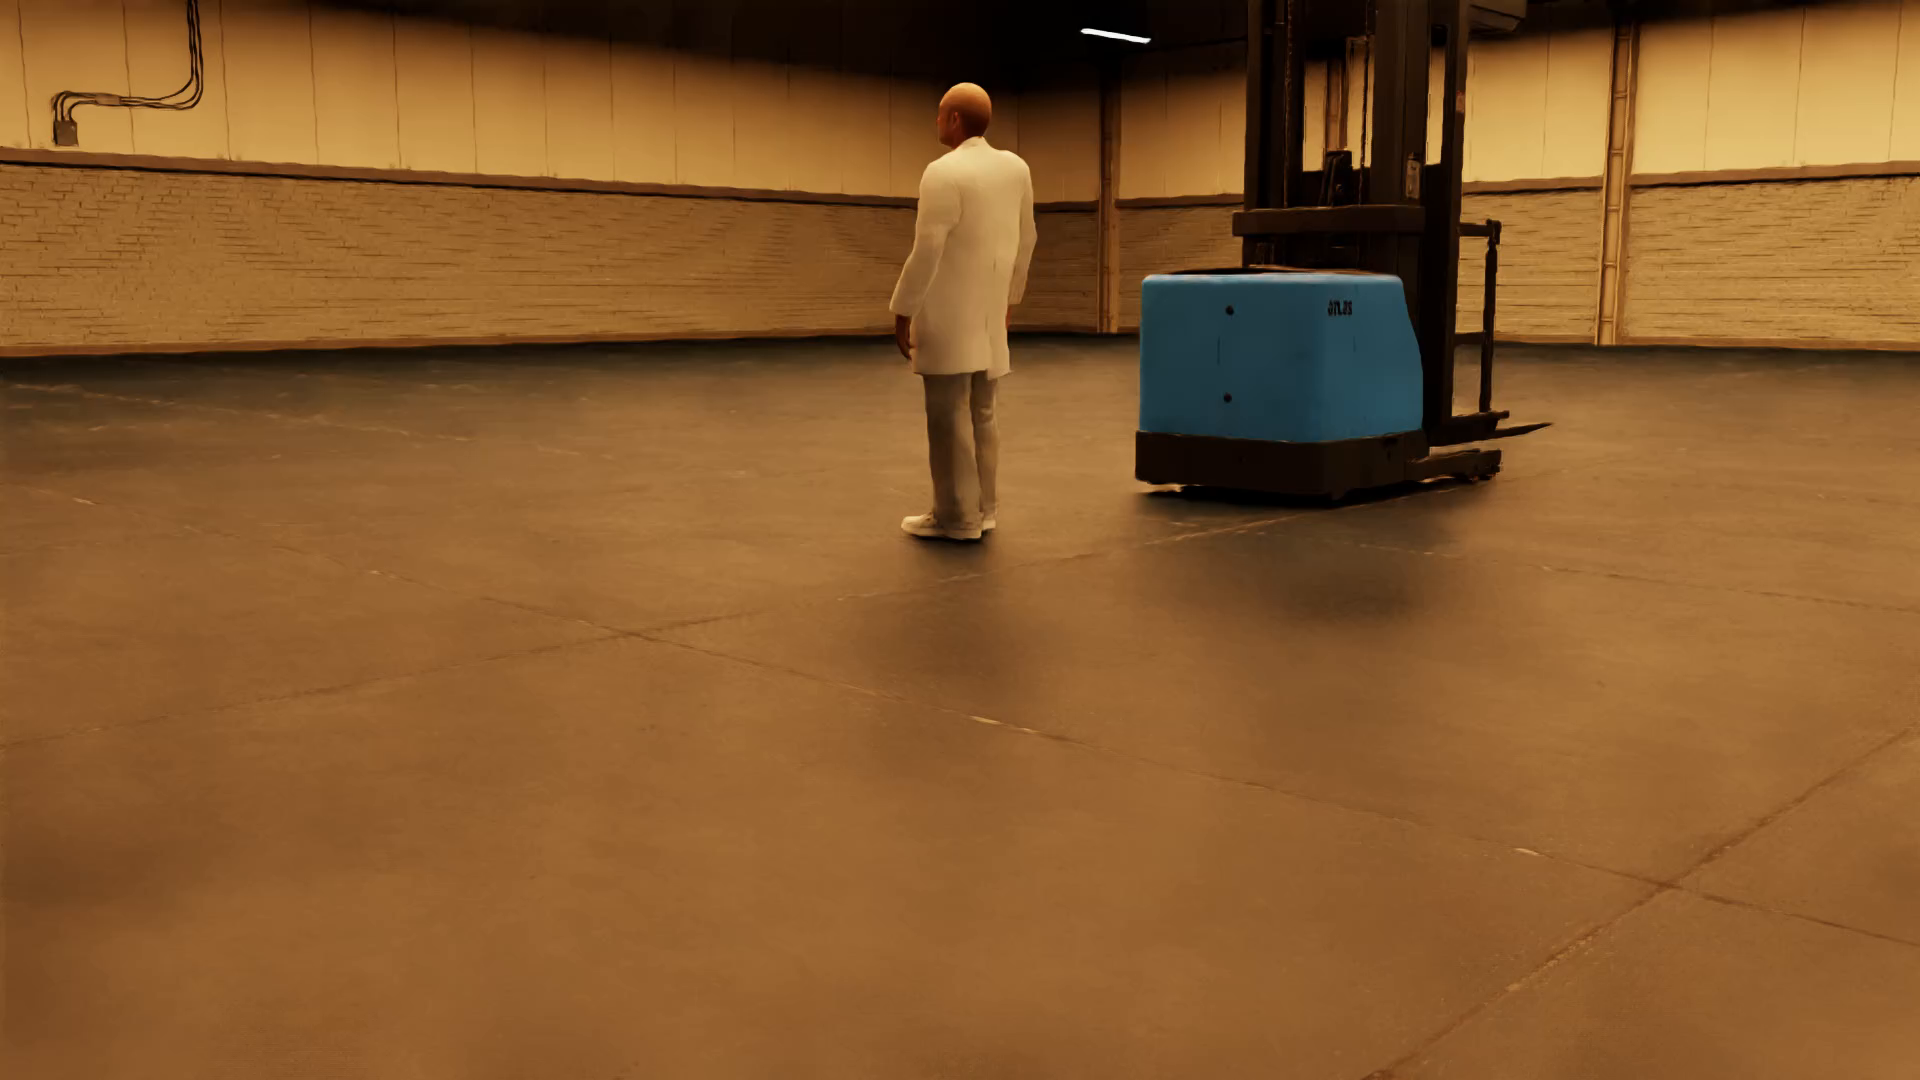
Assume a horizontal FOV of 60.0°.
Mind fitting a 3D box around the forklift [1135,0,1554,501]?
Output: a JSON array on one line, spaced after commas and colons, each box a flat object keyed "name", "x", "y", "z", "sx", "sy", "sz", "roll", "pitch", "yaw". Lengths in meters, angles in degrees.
[{"name": "forklift", "x": 2.243, "y": -1.796, "z": 8.803, "sx": 1.130, "sy": 2.935, "sz": 3.031, "roll": 8, "pitch": 12, "yaw": 42}]

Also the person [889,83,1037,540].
[{"name": "person", "x": -0.062, "y": -0.896, "z": 6.650, "sx": 0.579, "sy": 1.776, "sz": 0.694, "roll": 8, "pitch": 12, "yaw": 43}]
